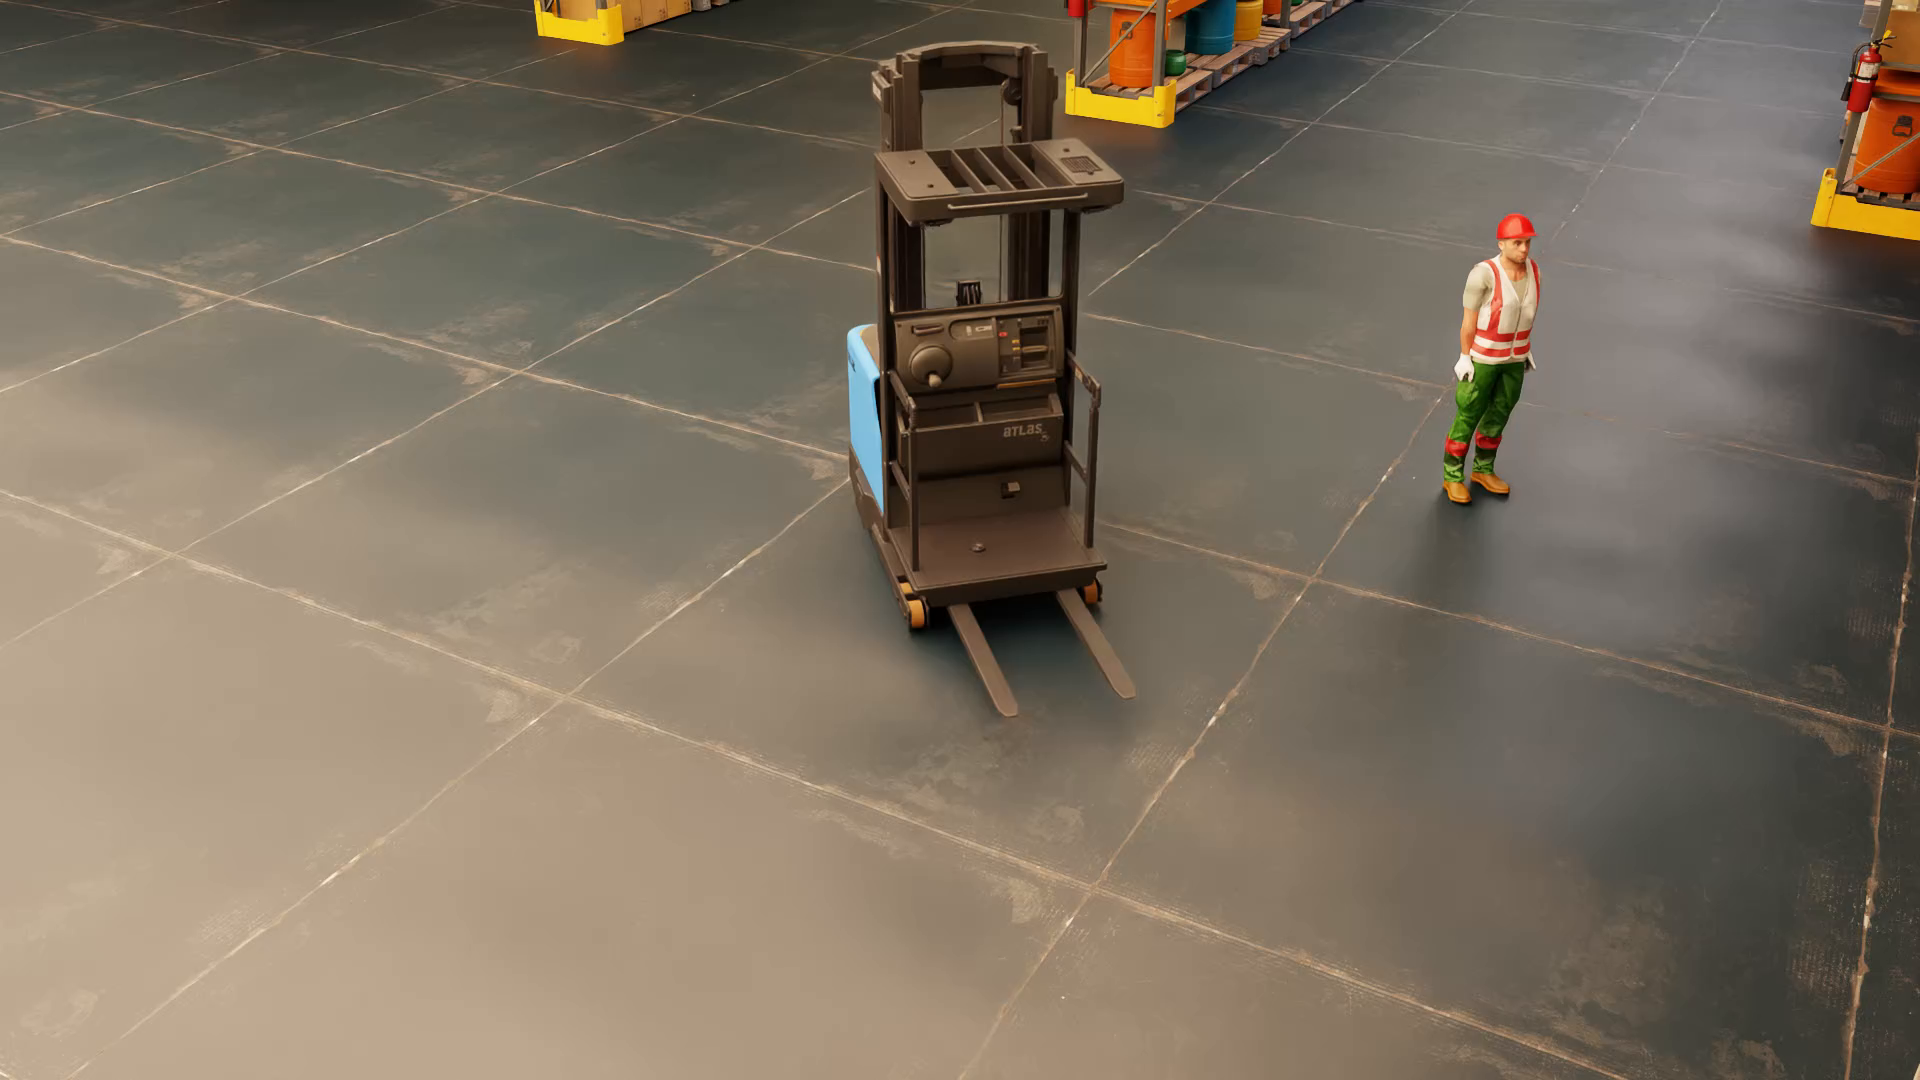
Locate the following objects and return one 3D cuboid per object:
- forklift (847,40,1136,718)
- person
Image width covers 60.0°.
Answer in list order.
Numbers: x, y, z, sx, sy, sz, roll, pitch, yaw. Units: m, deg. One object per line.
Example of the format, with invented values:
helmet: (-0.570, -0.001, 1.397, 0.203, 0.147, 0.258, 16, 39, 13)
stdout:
forklift: (0.165, -0.991, 8.787, 1.130, 2.935, 3.031, -7, 31, -13)
person: (3.279, -1.106, 10.128, 0.528, 1.795, 0.369, -11, 32, -18)
